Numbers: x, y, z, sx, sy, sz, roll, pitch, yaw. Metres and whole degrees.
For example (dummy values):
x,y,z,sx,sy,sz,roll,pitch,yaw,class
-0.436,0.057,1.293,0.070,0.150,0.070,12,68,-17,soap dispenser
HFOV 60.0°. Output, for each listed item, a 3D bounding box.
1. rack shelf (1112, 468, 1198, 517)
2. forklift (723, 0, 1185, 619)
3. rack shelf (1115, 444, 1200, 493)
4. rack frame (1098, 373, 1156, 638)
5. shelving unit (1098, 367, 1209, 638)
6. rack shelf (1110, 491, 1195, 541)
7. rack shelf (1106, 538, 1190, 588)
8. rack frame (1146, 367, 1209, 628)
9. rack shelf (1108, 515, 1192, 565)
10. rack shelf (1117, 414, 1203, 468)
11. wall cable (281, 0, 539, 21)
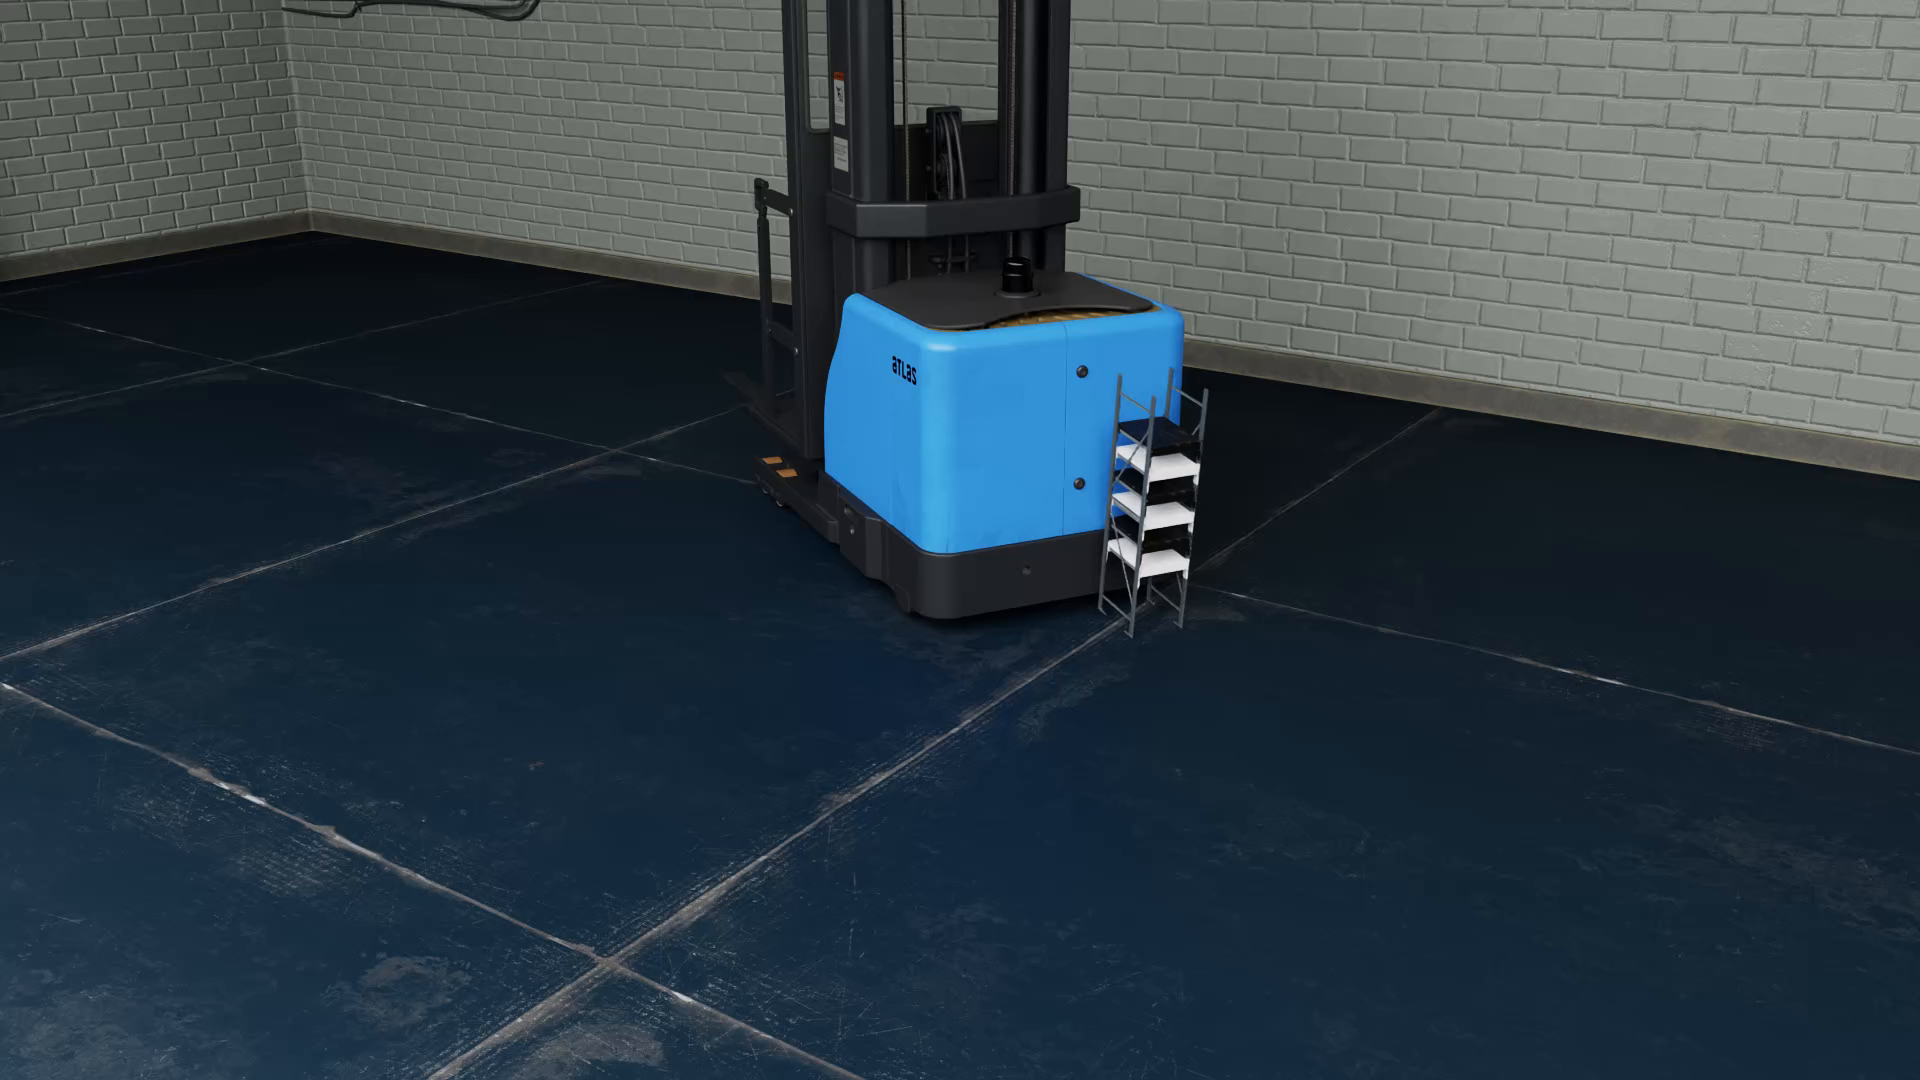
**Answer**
x,y,z,sx,sy,sz,roll,pitch,yaw,class
0.665,-0.176,5.748,0.200,0.077,0.258,-9,28,-24,rack shelf
-0.259,-1.571,6.788,1.130,2.935,3.031,-9,22,-23,forklift
0.669,-0.258,5.709,0.200,0.077,0.258,-9,28,-24,rack shelf
0.571,-0.110,5.731,0.006,0.900,0.240,-9,28,-24,rack frame
0.663,-0.125,5.772,0.210,0.900,0.258,-9,28,-24,shelving unit
0.661,-0.095,5.786,0.200,0.077,0.258,-9,28,-24,rack shelf
0.654,0.067,5.864,0.200,0.077,0.258,-9,28,-24,rack shelf
0.755,-0.140,5.813,0.006,0.900,0.240,-9,28,-24,rack frame
0.658,-0.014,5.825,0.200,0.077,0.258,-9,28,-24,rack shelf
0.672,-0.339,5.670,0.200,0.077,0.258,-9,28,-24,rack shelf
-4.122,-5.010,11.815,3.097,2.526,0.112,13,24,32,wall cable
